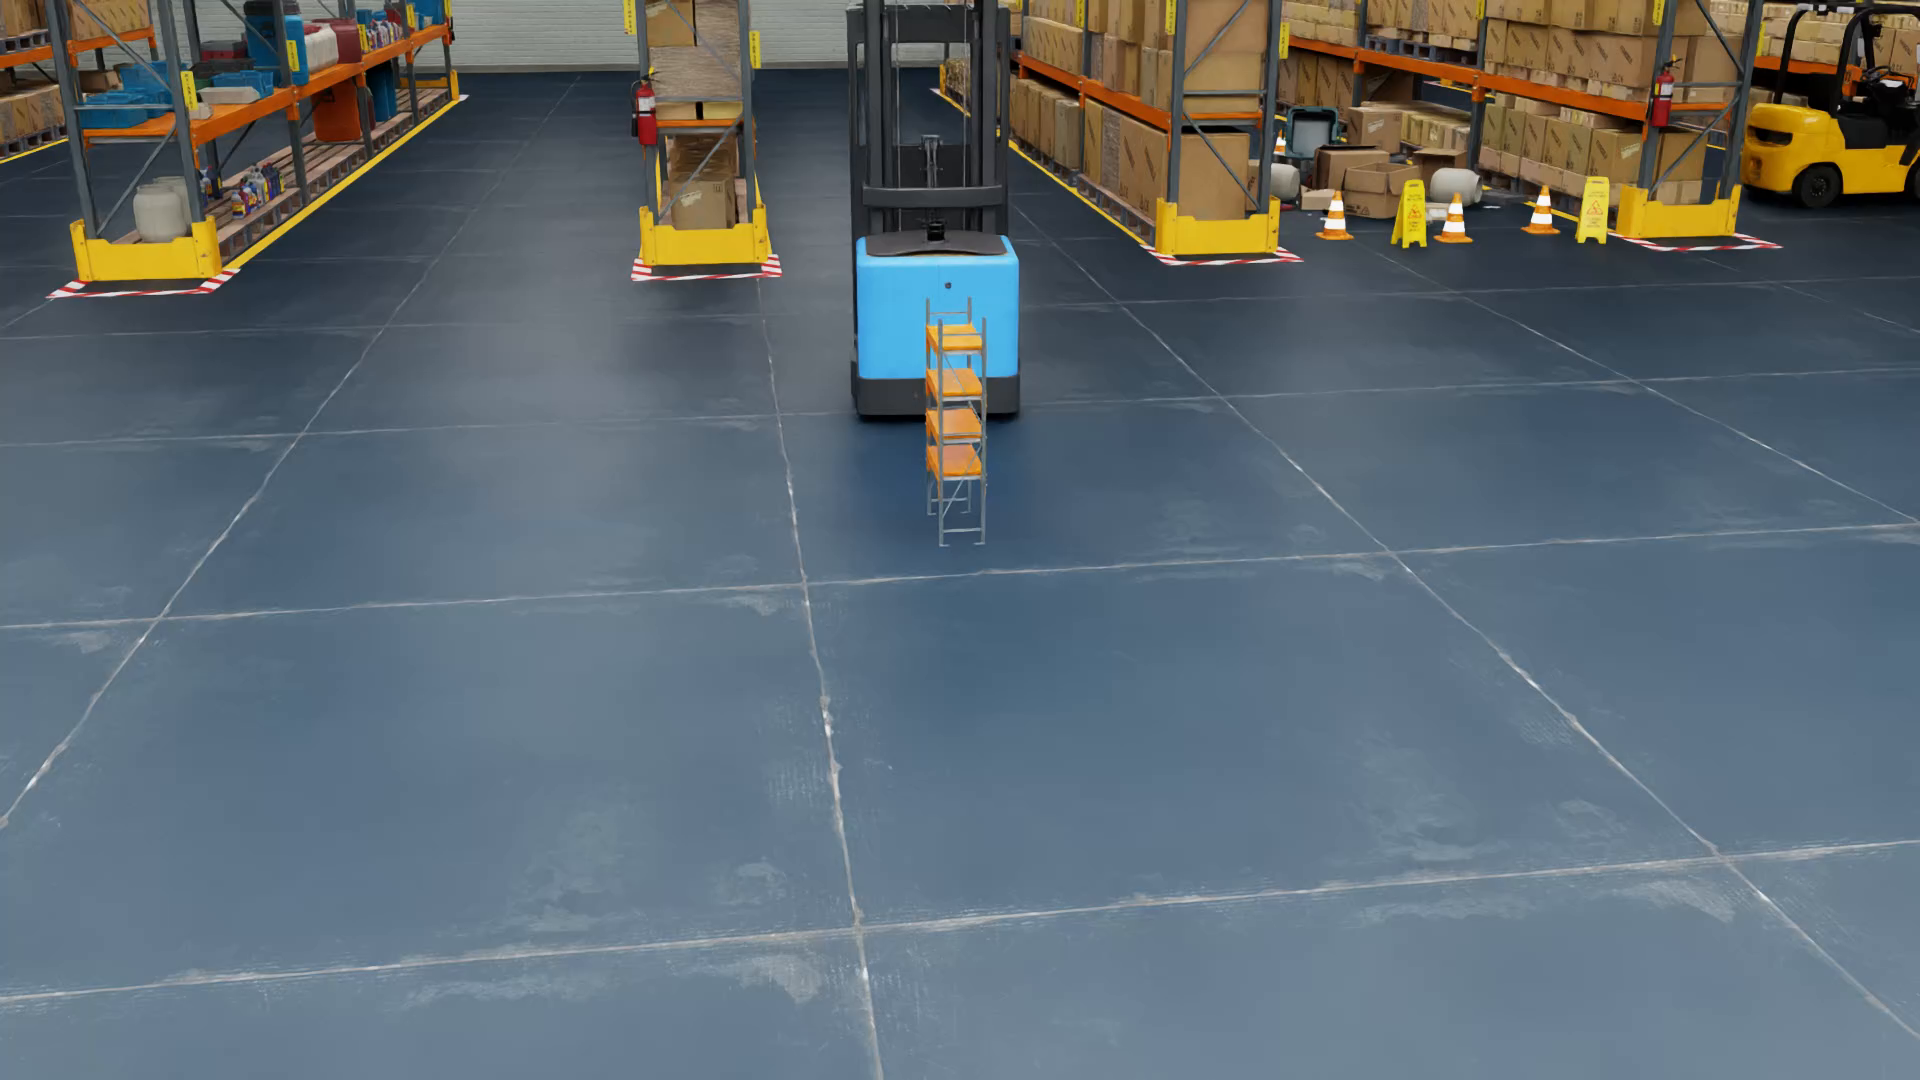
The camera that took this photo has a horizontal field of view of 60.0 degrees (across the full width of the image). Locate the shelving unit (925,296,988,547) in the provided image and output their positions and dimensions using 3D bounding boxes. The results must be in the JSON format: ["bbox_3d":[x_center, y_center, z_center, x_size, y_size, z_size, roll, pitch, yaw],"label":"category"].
[{"bbox_3d":[-0.024,-0.619,8.660,0.258,1.200,0.503,-3,21,-8],"label":"shelving unit"}]

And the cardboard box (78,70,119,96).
[{"bbox_3d":[-14.222,-7.386,27.143,0.797,0.503,0.637,-3,21,-8],"label":"cardboard box"}]

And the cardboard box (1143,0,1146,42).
[{"bbox_3d":[2.378,-5.351,16.997,0.875,0.550,0.550,-3,21,-8],"label":"cardboard box"}]

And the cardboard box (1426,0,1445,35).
[{"bbox_3d":[6.382,-6.809,21.492,0.500,0.500,0.500,-2,21,-6],"label":"cardboard box"}]

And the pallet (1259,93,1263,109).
[{"bbox_3d":[5.632,-7.658,28.918,1.003,0.211,1.213,-3,21,-8],"label":"pallet"}]

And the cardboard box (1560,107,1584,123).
[{"bbox_3d":[6.831,-4.673,18.270,0.380,0.149,0.250,-2,21,-5],"label":"cardboard box"}]

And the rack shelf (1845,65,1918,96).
[{"bbox_3d":[12.017,-5.149,19.244,1.077,0.370,4.000,-3,21,-8],"label":"rack shelf"}]

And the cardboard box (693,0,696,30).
[{"bbox_3d":[-2.948,-5.395,16.876,0.500,0.500,0.500,-3,21,-8],"label":"cardboard box"}]

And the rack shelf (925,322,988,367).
[{"bbox_3d":[-0.024,-0.988,8.522,0.258,0.148,0.480,-3,21,-8],"label":"rack shelf"}]

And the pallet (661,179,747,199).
[{"bbox_3d":[-2.858,-3.890,18.831,1.003,0.211,1.213,-3,21,-8],"label":"pallet"}]

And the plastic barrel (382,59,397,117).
[{"bbox_3d":[-8.982,-6.972,25.495,0.600,0.901,0.708,-3,21,-8],"label":"plastic barrel"}]

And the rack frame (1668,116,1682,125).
[{"bbox_3d":[11.152,-7.564,24.680,1.000,3.000,0.127,-3,21,-8],"label":"rack frame"}]

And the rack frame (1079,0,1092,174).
[{"bbox_3d":[1.933,-5.643,19.537,1.000,3.000,0.127,-3,21,-8],"label":"rack frame"}]

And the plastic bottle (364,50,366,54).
[{"bbox_3d":[-8.277,-6.831,22.895,0.152,0.276,0.135,-3,21,-8],"label":"plastic bottle"}]

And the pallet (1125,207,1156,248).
[{"bbox_3d":[2.317,-3.224,17.047,1.003,0.211,1.213,-3,21,-8],"label":"pallet"}]

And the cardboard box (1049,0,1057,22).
[{"bbox_3d":[1.562,-7.034,21.691,0.700,0.500,0.500,-3,21,-9],"label":"cardboard box"}]

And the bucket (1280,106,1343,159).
[{"bbox_3d":[4.234,-4.890,20.029,0.726,0.611,0.620,4,11,11],"label":"bucket"}]

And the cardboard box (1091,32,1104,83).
[{"bbox_3d":[1.998,-5.586,19.170,0.875,0.550,0.550,-3,21,-8],"label":"cardboard box"}]

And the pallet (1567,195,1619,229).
[{"bbox_3d":[7.301,-3.545,17.907,1.003,0.211,1.213,-3,21,-8],"label":"pallet"}]

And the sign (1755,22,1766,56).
[{"bbox_3d":[7.931,-4.975,16.513,0.100,0.325,0.005,-3,21,-8],"label":"sign"}]

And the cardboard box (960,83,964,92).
[{"bbox_3d":[0.198,-7.926,29.125,0.380,0.149,0.250,-3,21,-8],"label":"cardboard box"}]

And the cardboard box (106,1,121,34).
[{"bbox_3d":[-13.972,-8.462,26.944,0.500,0.500,0.500,-3,21,-9],"label":"cardboard box"}]

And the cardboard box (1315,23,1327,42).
[{"bbox_3d":[5.765,-7.755,25.407,0.500,0.250,0.500,-3,21,-8],"label":"cardboard box"}]

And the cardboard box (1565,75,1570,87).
[{"bbox_3d":[6.927,-5.074,18.372,0.380,0.149,0.250,-3,21,-8],"label":"cardboard box"}]

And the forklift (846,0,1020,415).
[{"bbox_3d":[-0.225,-2.641,11.598,1.130,2.935,3.031,-1,21,-3],"label":"forklift"}]

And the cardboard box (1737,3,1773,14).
[{"bbox_3d":[11.124,-7.434,23.263,0.380,0.149,0.250,-3,21,-7],"label":"cardboard box"}]

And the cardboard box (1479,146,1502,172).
[{"bbox_3d":[6.635,-4.618,20.123,0.500,0.250,0.500,-4,21,-10],"label":"cardboard box"}]

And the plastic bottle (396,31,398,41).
[{"bbox_3d":[-8.623,-7.695,25.317,0.097,0.201,0.097,0,20,0],"label":"plastic bottle"}]

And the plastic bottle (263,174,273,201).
[{"bbox_3d":[-7.420,-3.782,17.809,0.061,0.283,0.133,-2,21,-4],"label":"plastic bottle"}]

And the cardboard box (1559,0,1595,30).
[{"bbox_3d":[6.863,-5.710,17.719,0.700,0.500,0.500,-3,21,-8],"label":"cardboard box"}]

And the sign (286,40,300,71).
[{"bbox_3d":[-7.345,-5.331,18.307,0.100,0.325,0.005,-3,21,-8],"label":"sign"}]

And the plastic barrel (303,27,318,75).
[{"bbox_3d":[-7.917,-5.838,19.864,0.433,0.535,0.433,0,20,0],"label":"plastic barrel"}]

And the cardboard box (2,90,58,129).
[{"bbox_3d":[-13.457,-6.232,24.060,0.500,0.500,0.500,-3,21,-7],"label":"cardboard box"}]

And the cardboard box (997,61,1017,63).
[{"bbox_3d":[0.704,-7.336,25.971,0.500,0.250,0.500,-2,21,-6],"label":"cardboard box"}]

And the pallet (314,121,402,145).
[{"bbox_3d":[-8.795,-5.949,24.341,1.003,0.211,1.213,-3,21,-8],"label":"pallet"}]

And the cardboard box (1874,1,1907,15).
[{"bbox_3d":[11.481,-6.544,20.454,0.380,0.149,0.250,-2,21,-7],"label":"cardboard box"}]

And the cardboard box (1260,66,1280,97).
[{"bbox_3d":[5.680,-7.916,28.686,0.875,0.438,0.875,-3,21,-9],"label":"cardboard box"}]

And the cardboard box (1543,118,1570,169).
[{"bbox_3d":[6.876,-4.422,18.527,0.500,0.500,0.500,-3,21,-9],"label":"cardboard box"}]

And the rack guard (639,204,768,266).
[{"bbox_3d":[-2.424,-2.898,15.760,1.175,0.500,0.348,-3,21,-8],"label":"rack guard"}]

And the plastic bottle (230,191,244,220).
[{"bbox_3d":[-7.267,-3.364,16.707,0.097,0.271,0.097,0,20,0],"label":"plastic bottle"}]

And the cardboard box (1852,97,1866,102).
[{"bbox_3d":[11.488,-5.373,20.714,0.500,0.250,0.500,-3,21,-9],"label":"cardboard box"}]

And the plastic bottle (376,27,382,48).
[{"bbox_3d":[-8.411,-7.267,24.052,0.061,0.283,0.133,-3,21,-8],"label":"plastic bottle"}]

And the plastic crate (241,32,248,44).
[{"bbox_3d":[-8.537,-6.018,20.449,0.402,0.464,0.583,-3,21,-8],"label":"plastic crate"}]

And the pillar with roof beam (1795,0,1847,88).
[{"bbox_3d":[7.972,-9.751,21.963,9.100,9.000,0.400,-3,21,-8],"label":"pillar with roof beam"}]

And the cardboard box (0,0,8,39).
[{"bbox_3d":[-13.515,-7.096,22.685,0.700,0.500,0.500,1,20,2],"label":"cardboard box"}]

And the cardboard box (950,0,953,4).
[{"bbox_3d":[0.097,-9.630,29.645,0.500,0.500,0.500,-3,21,-8],"label":"cardboard box"}]

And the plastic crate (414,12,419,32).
[{"bbox_3d":[-9.082,-8.458,27.158,0.437,0.282,0.530,-3,21,-8],"label":"plastic crate"}]

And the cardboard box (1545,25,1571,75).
[{"bbox_3d":[6.852,-5.426,18.389,0.500,0.500,0.500,-3,21,-7],"label":"cardboard box"}]

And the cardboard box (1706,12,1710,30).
[{"bbox_3d":[10.949,-7.561,24.172,0.500,0.250,0.500,-3,21,-8],"label":"cardboard box"}]

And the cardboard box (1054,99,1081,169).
[{"bbox_3d":[1.755,-4.996,20.420,1.050,0.750,0.750,-3,21,-8],"label":"cardboard box"}]

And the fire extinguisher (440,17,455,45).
[{"bbox_3d":[-9.193,-9.197,29.696,0.296,0.674,0.183,-3,21,-8],"label":"fire extinguisher"}]
